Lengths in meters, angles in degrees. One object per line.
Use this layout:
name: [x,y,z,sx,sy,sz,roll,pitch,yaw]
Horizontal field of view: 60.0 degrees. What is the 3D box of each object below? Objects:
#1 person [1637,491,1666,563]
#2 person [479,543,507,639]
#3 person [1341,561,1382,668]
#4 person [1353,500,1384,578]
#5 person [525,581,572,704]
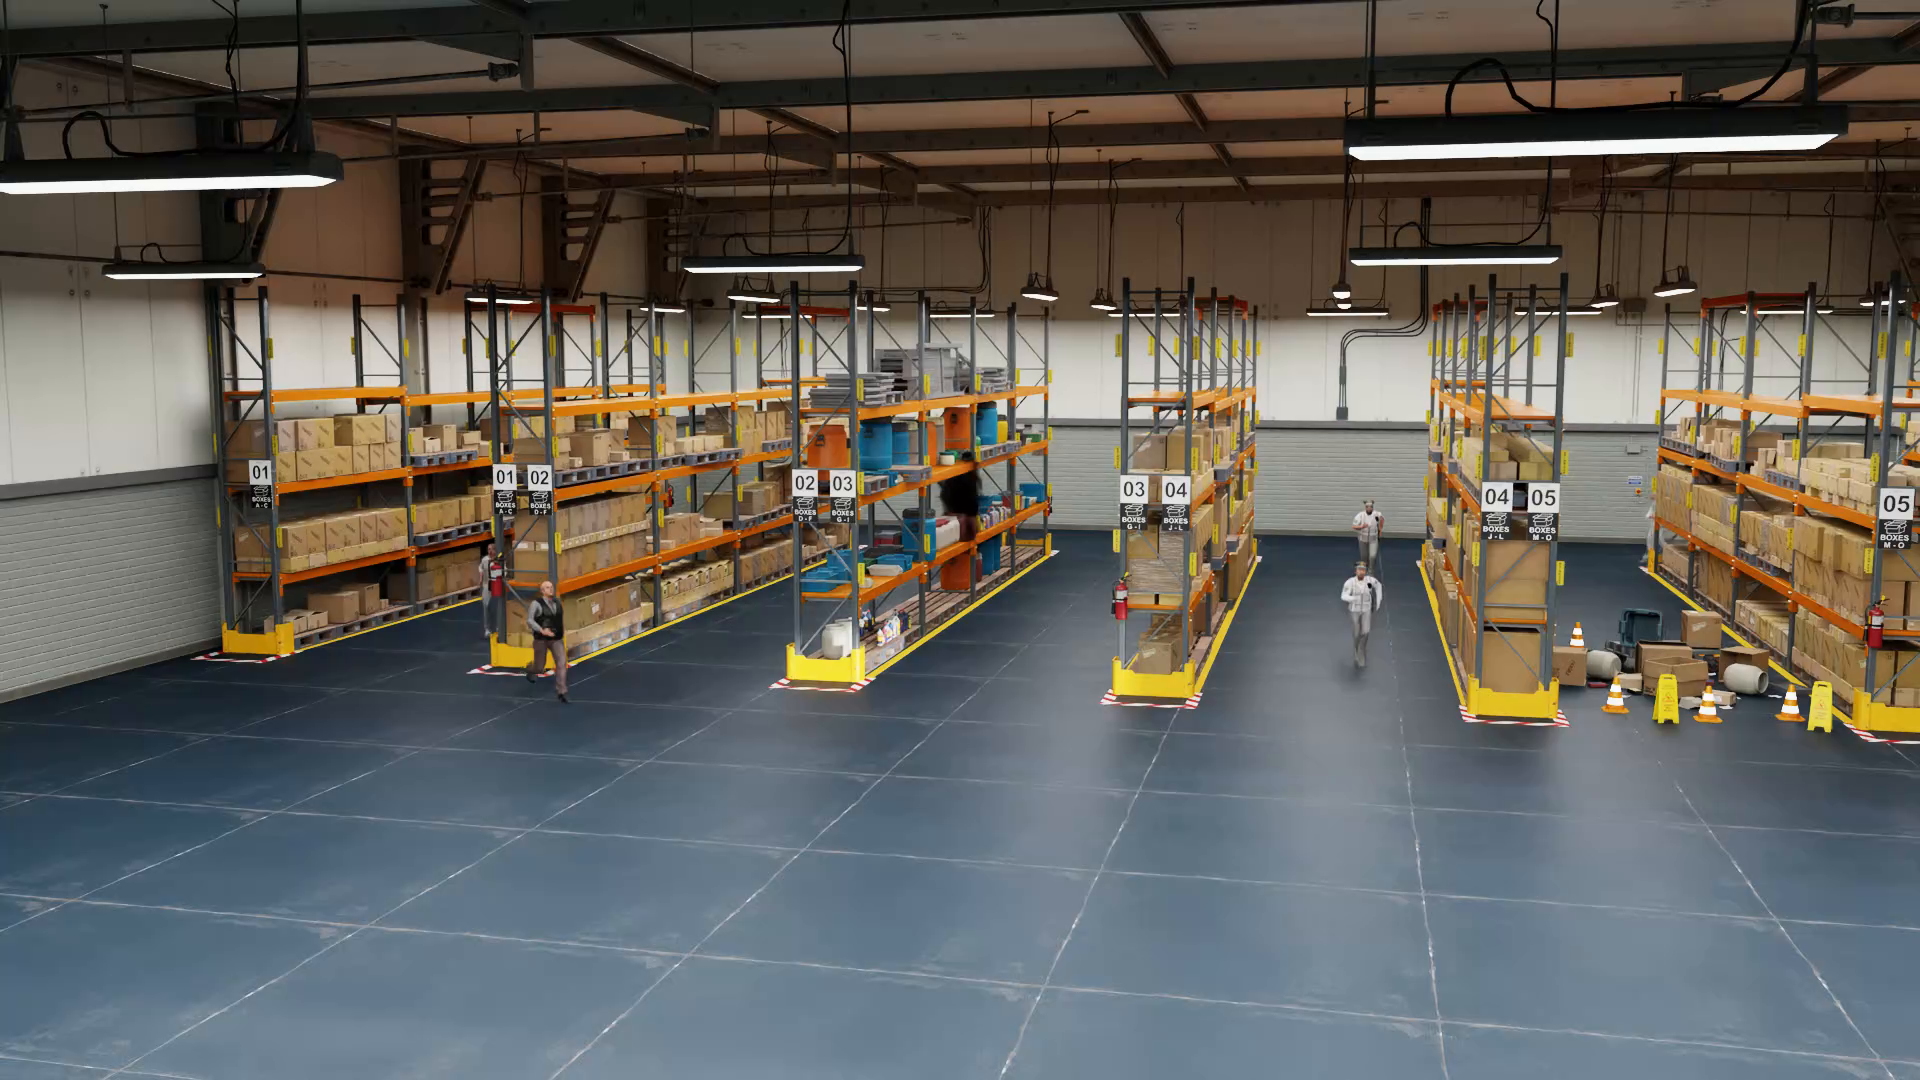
person: [16.190,-0.296,38.558,0.913,1.790,0.682,4,8,31]
person: [-8.167,0.868,29.073,0.510,1.645,0.732,-1,7,-7]
person: [6.338,1.153,26.291,0.630,1.697,0.802,1,7,9]
person: [8.768,0.044,35.738,0.643,1.866,0.884,2,7,13]
person: [-5.918,1.445,23.823,0.632,1.716,1.096,-5,8,-38]
